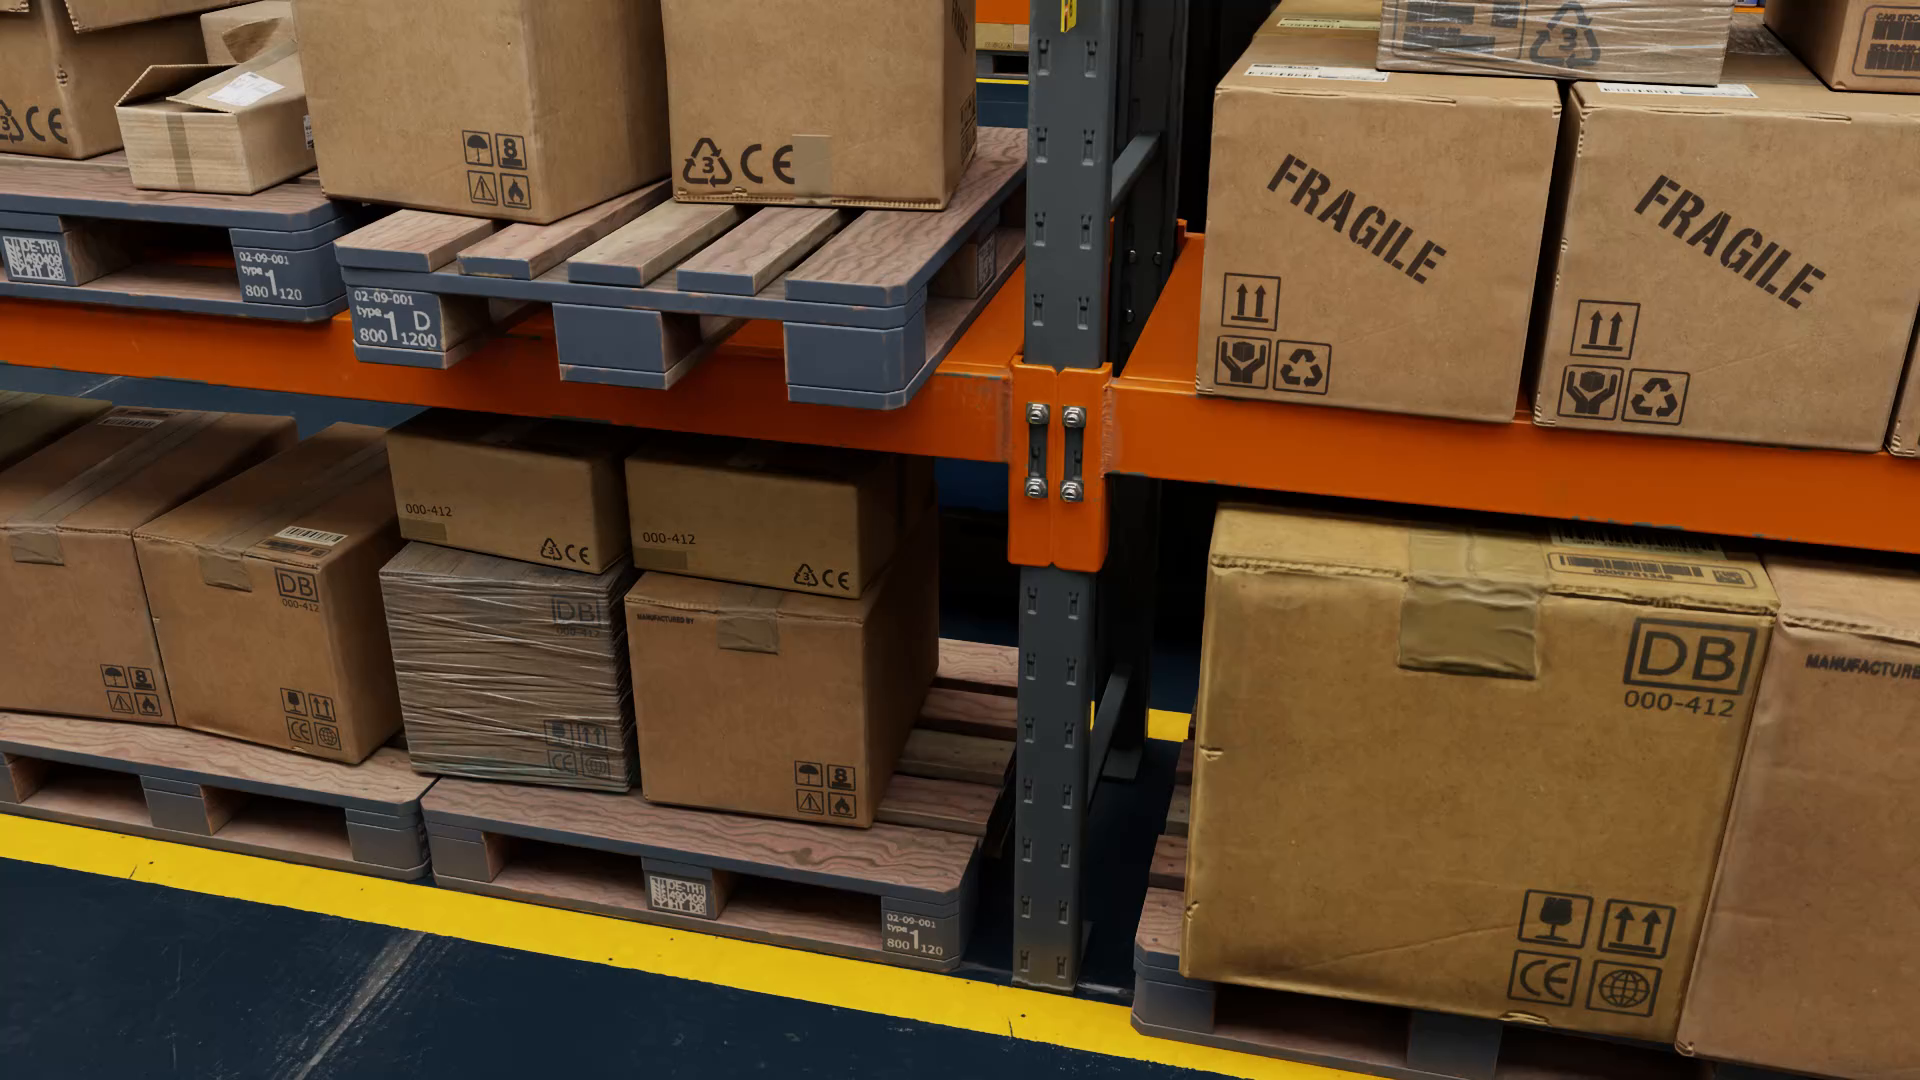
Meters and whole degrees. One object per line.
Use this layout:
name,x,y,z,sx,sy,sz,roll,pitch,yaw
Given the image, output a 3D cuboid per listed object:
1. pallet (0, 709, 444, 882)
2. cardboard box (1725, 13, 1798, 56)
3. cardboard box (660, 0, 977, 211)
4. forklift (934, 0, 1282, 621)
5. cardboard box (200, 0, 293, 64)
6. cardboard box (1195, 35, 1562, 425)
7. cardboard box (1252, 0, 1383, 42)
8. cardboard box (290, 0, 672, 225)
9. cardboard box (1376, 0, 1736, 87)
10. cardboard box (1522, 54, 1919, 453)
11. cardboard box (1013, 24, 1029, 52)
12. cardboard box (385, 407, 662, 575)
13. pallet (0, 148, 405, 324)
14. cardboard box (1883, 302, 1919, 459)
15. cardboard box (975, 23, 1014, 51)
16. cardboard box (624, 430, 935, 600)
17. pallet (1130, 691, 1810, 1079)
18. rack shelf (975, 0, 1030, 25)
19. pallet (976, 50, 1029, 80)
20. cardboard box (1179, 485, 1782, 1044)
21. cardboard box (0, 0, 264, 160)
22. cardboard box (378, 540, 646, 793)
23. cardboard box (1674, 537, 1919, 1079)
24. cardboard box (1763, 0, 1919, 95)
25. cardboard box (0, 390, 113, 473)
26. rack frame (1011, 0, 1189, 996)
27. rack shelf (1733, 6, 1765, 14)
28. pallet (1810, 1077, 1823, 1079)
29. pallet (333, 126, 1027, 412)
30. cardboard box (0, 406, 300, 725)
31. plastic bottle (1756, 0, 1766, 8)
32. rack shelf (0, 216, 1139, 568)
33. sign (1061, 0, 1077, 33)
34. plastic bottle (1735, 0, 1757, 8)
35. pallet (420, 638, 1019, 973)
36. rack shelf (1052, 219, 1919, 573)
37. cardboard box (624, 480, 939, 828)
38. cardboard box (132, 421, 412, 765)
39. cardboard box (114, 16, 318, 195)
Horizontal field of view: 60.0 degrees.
pallet,-1.645,0.388,4.189,1.213,0.211,1.003,6,26,13
cardboard box,1.311,-0.695,3.104,0.500,0.500,0.500,6,26,13
cardboard box,-0.243,-0.931,3.112,0.500,0.500,0.500,3,26,7
forklift,1.063,-1.234,4.433,3.031,2.935,1.130,7,26,14
cardboard box,-1.276,-1.052,3.657,0.500,0.250,0.500,6,26,12
cardboard box,0.693,-0.535,2.768,0.500,0.500,0.500,7,26,15
cardboard box,0.829,-0.751,3.221,0.500,0.500,0.500,7,26,15
cardboard box,-0.809,-0.949,3.150,0.500,0.500,0.700,10,27,21
cardboard box,0.994,-1.068,2.721,0.637,0.503,0.797,7,26,15
cardboard box,1.193,-0.481,2.654,0.500,0.500,0.500,6,26,12
cardboard box,0.705,-3.845,12.546,0.500,0.250,0.500,7,26,14
cardboard box,-0.883,-0.176,3.653,0.500,0.250,0.500,9,27,19
pallet,-1.638,-0.764,3.587,1.213,0.211,1.003,6,26,13
cardboard box,1.690,-0.427,2.542,0.500,0.500,0.500,6,26,12
cardboard box,0.213,-3.899,12.661,0.500,0.250,0.500,6,26,11
cardboard box,-0.367,-0.123,3.543,0.500,0.250,0.500,7,26,15
pallet,1.035,0.720,3.493,1.213,0.211,1.003,6,26,13
rack shelf,-0.414,-2.607,8.072,4.000,0.370,1.077,6,26,13
pallet,0.795,-3.756,12.893,1.213,0.211,1.003,6,26,13
cardboard box,0.953,0.197,3.330,0.875,0.875,1.225,5,26,11
cardboard box,-1.882,-1.173,3.615,0.637,0.503,0.797,9,27,18
cardboard box,-0.905,0.157,3.826,0.500,0.500,0.700,4,26,9
cardboard box,1.814,0.296,3.123,0.875,0.875,1.225,6,26,13
cardboard box,1.624,-0.997,2.572,0.637,0.503,0.797,7,26,14
cardboard box,-2.538,-0.020,4.198,0.500,0.500,0.700,6,26,13
rack frame,0.290,-0.655,3.137,0.127,3.000,1.000,6,26,13
rack shelf,3.460,-2.178,7.173,4.000,0.370,1.077,6,26,13
pallet,2.212,0.851,3.217,1.213,0.211,1.003,6,26,13
pallet,-0.427,-0.601,3.245,1.003,0.211,1.213,6,26,13
cardboard box,-1.996,0.040,4.073,0.500,0.500,0.700,4,26,9
plastic bottle,3.359,-2.347,6.747,0.185,0.351,0.144,6,26,13
rack shelf,-1.647,-0.545,3.741,4.000,0.370,1.077,6,26,13
sign,0.164,-0.915,2.428,0.005,0.325,0.100,6,26,13
plastic bottle,3.205,-2.332,6.803,0.135,0.276,0.152,6,26,13
pallet,-0.467,0.520,3.913,1.213,0.211,1.003,6,26,13
rack shelf,2.227,-0.116,2.842,4.000,0.370,1.077,6,26,13
cardboard box,-0.364,0.211,3.713,0.500,0.500,0.700,5,26,10
cardboard box,-1.455,0.099,3.948,0.500,0.500,0.700,9,27,17
cardboard box,-1.393,-0.850,3.214,0.258,0.266,0.396,6,26,12
